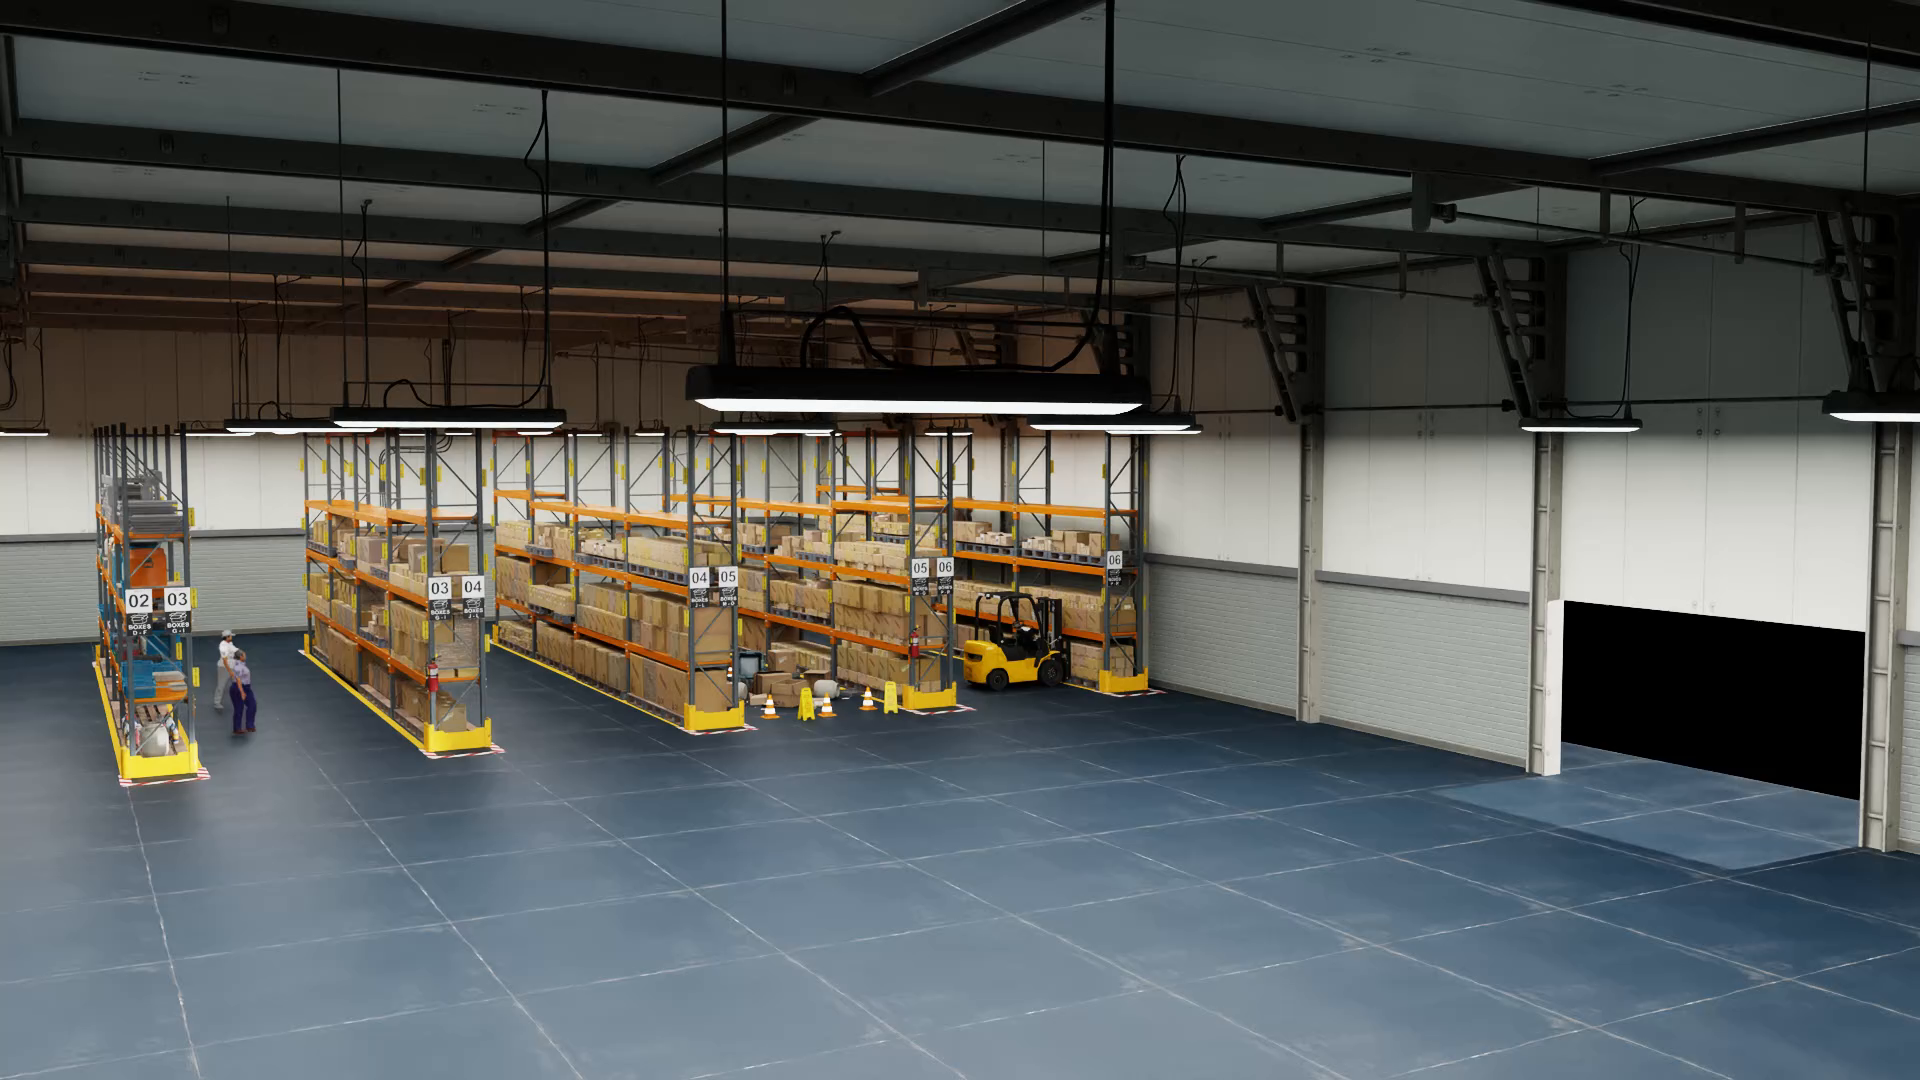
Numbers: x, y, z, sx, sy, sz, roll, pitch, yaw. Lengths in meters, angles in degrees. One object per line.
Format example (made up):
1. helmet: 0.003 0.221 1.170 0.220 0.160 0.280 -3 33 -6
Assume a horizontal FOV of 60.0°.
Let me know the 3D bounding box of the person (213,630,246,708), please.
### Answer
1. person: -15.610 2.756 35.557 0.568 1.684 0.681 0 3 7

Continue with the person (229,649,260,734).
1. person: -13.967 2.969 32.382 0.455 1.687 0.507 1 3 9
